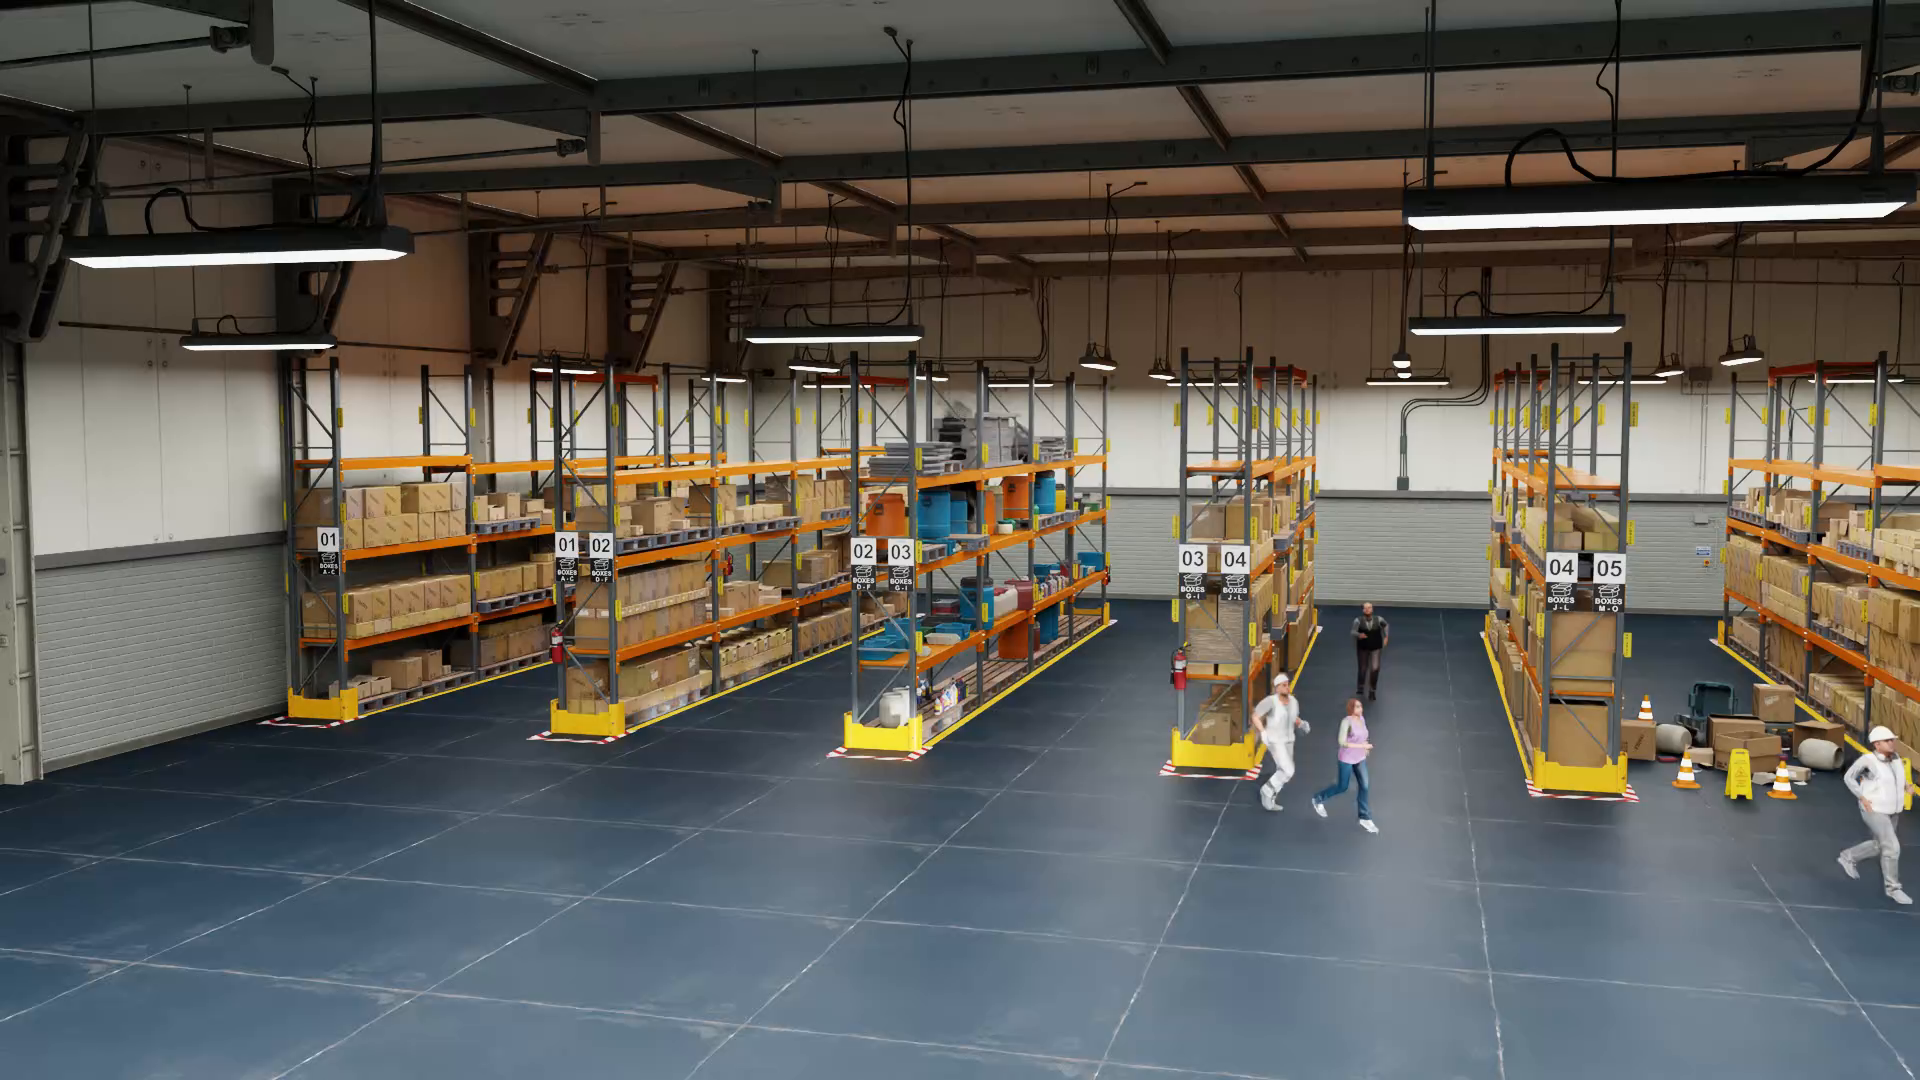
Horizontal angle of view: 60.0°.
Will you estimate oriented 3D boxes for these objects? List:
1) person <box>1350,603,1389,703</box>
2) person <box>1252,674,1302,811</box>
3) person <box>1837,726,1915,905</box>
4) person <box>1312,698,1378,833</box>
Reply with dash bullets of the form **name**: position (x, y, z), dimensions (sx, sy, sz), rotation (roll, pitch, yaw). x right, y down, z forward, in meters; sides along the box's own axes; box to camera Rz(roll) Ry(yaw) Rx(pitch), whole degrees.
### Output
- **person**: position (7.262, 1.983, 29.504), dimensions (0.662, 1.760, 0.887), rotation (1, 4, 14)
- **person**: position (4.085, 2.571, 21.074), dimensions (0.631, 1.748, 0.528), rotation (-3, 5, -35)
- **person**: position (9.660, 2.837, 17.471), dimensions (0.648, 1.787, 0.890), rotation (-2, 5, -24)
- **person**: position (4.747, 2.713, 20.340), dimensions (0.550, 1.612, 0.884), rotation (-3, 5, -38)
